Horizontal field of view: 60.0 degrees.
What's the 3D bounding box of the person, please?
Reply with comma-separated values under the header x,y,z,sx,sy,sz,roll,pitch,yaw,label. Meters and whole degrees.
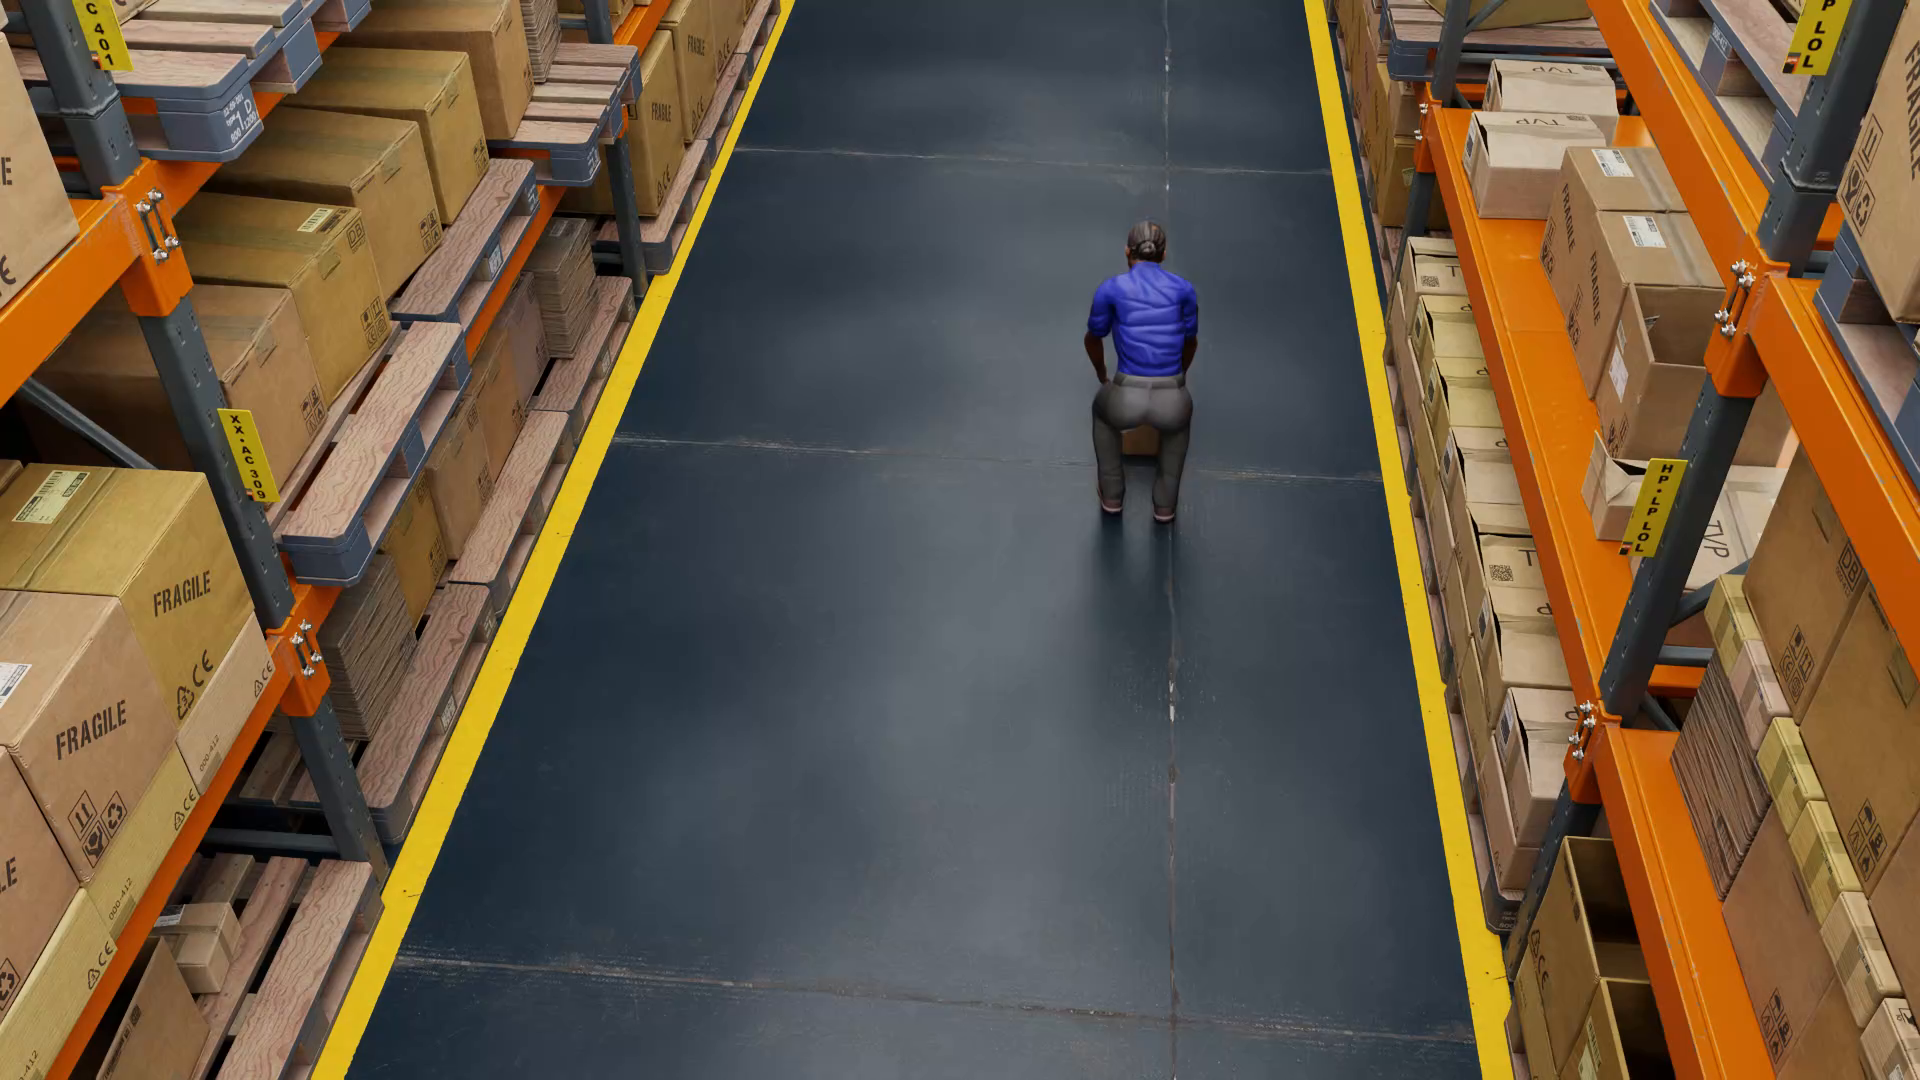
x,y,z,sx,sy,sz,roll,pitch,yaw,label
0.781,-0.692,7.277,0.497,1.277,0.684,3,40,4,person
